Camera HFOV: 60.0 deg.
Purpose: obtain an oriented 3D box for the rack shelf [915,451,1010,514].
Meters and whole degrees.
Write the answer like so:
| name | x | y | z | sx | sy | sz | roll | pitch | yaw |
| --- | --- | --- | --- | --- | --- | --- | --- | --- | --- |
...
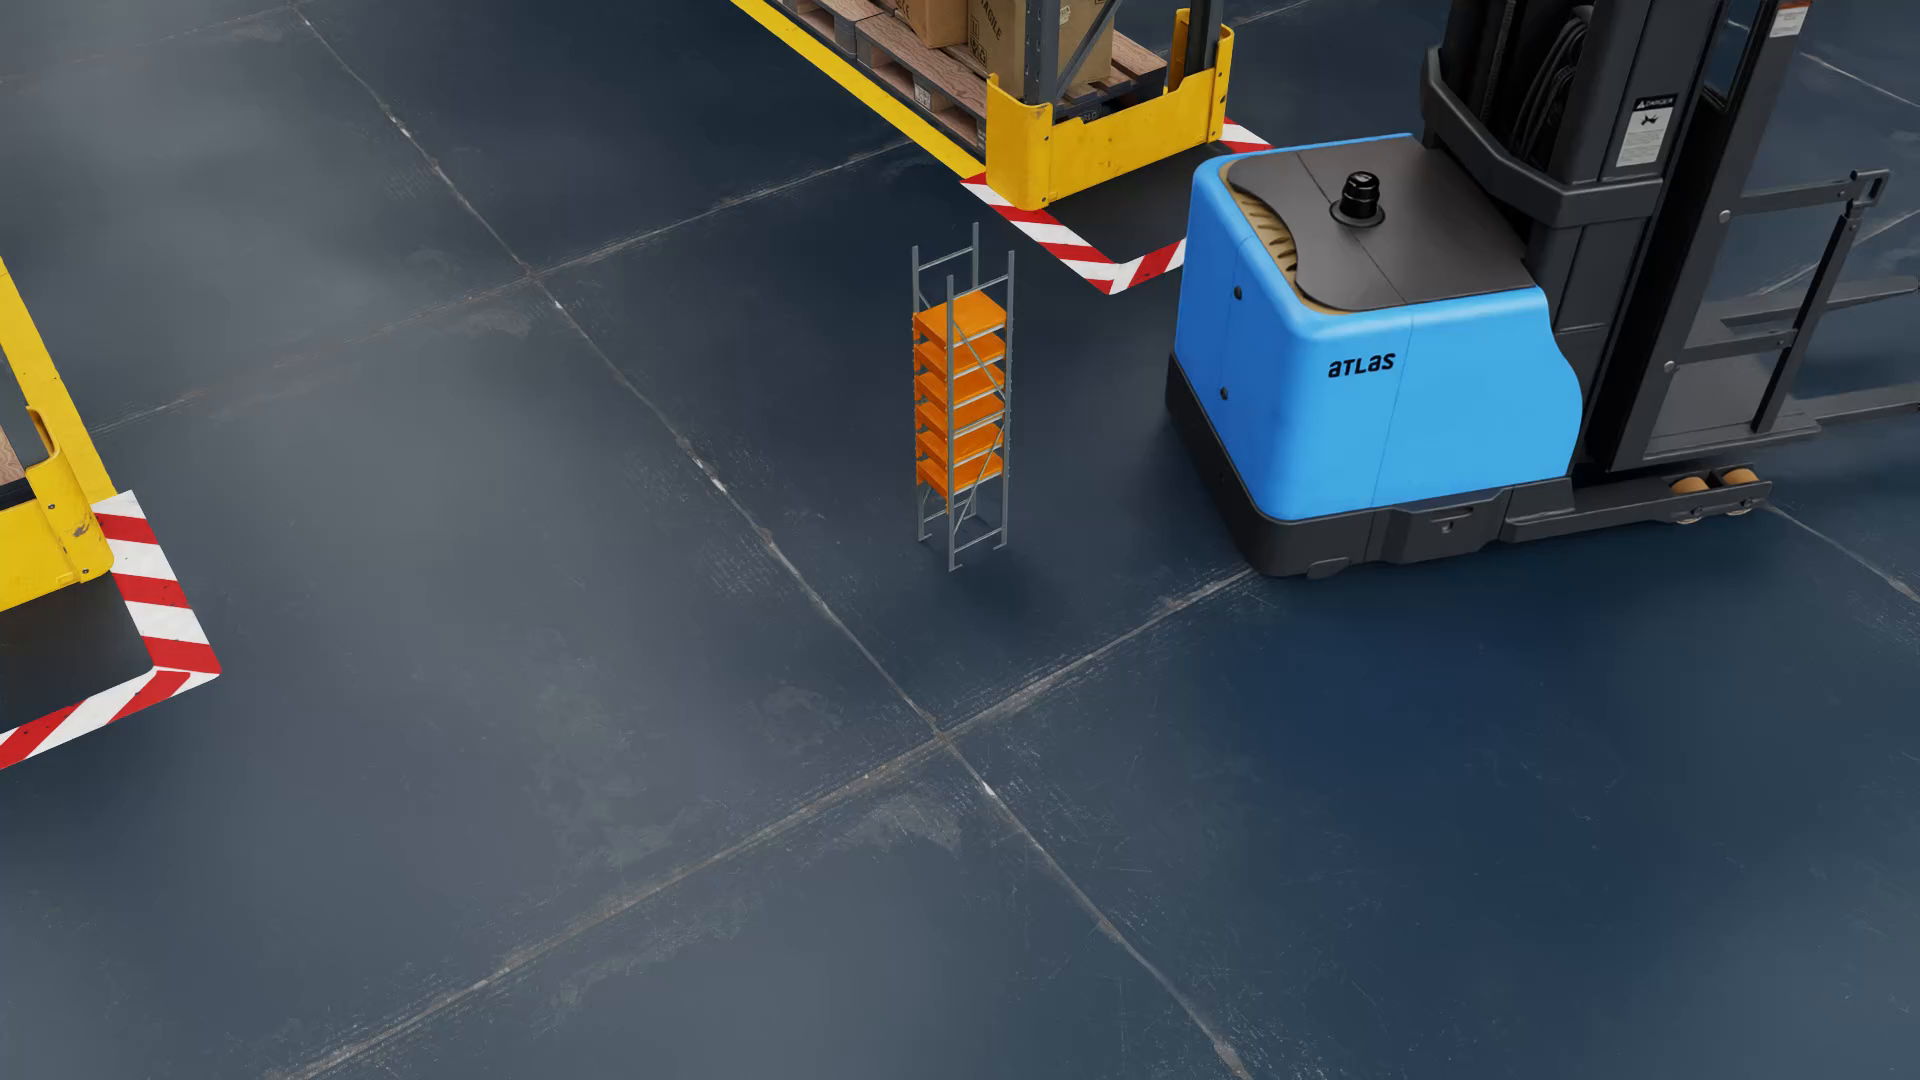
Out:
| name | x | y | z | sx | sy | sz | roll | pitch | yaw |
| --- | --- | --- | --- | --- | --- | --- | --- | --- | --- |
| rack shelf | 0.008 | -0.220 | 5.524 | 0.258 | 0.103 | 0.180 | -26 | 49 | -24 |

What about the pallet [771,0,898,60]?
| name | x | y | z | sx | sy | sz | roll | pitch | yaw |
| --- | --- | --- | --- | --- | --- | --- | --- | --- | --- |
| pallet | -0.464 | -2.986 | 8.725 | 1.003 | 0.211 | 1.213 | -26 | 49 | -24 |

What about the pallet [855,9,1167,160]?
| name | x | y | z | sx | sy | sz | roll | pitch | yaw |
| --- | --- | --- | --- | --- | --- | --- | --- | --- | --- |
| pallet | 0.230 | -2.296 | 8.002 | 1.003 | 0.211 | 1.213 | -26 | 49 | -24 |

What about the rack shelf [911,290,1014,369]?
| name | x | y | z | sx | sy | sz | roll | pitch | yaw |
| --- | --- | --- | --- | --- | --- | --- | --- | --- | --- |
| rack shelf | 0.008 | -0.654 | 5.109 | 0.258 | 0.103 | 0.180 | -26 | 49 | -24 |

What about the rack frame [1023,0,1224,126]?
| name | x | y | z | sx | sy | sz | roll | pitch | yaw |
| --- | --- | --- | --- | --- | --- | --- | --- | --- | --- |
| rack frame | 0.709 | -2.787 | 6.497 | 1.000 | 3.000 | 0.127 | -26 | 49 | -24 |

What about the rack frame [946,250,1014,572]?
| name | x | y | z | sx | sy | sz | roll | pitch | yaw |
| --- | --- | --- | --- | --- | --- | --- | --- | --- | --- |
| rack frame | 0.061 | -0.374 | 5.273 | 0.240 | 1.200 | 0.006 | -26 | 49 | -24 |

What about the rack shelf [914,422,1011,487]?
| name | x | y | z | sx | sy | sz | roll | pitch | yaw |
| --- | --- | --- | --- | --- | --- | --- | --- | --- | --- |
| rack shelf | 0.008 | -0.307 | 5.441 | 0.258 | 0.103 | 0.180 | -26 | 49 | -24 |

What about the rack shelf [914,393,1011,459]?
| name | x | y | z | sx | sy | sz | roll | pitch | yaw |
| --- | --- | --- | --- | --- | --- | --- | --- | --- | --- |
| rack shelf | 0.008 | -0.394 | 5.358 | 0.258 | 0.103 | 0.180 | -26 | 49 | -24 |

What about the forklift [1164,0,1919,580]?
| name | x | y | z | sx | sy | sz | roll | pitch | yaw |
| --- | --- | --- | --- | --- | --- | --- | --- | --- | --- |
| forklift | 2.334 | -1.463 | 5.160 | 3.031 | 2.935 | 1.130 | -9 | 44 | -10 |

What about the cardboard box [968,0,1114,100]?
| name | x | y | z | sx | sy | sz | roll | pitch | yaw |
| --- | --- | --- | --- | --- | --- | --- | --- | --- | --- |
| cardboard box | 0.366 | -2.395 | 7.593 | 0.500 | 0.500 | 0.500 | -17 | 46 | -17 |

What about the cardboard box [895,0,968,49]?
| name | x | y | z | sx | sy | sz | roll | pitch | yaw |
| --- | --- | --- | --- | --- | --- | --- | --- | --- | --- |
| cardboard box | -0.004 | -2.720 | 7.933 | 0.500 | 0.500 | 0.500 | -14 | 45 | -14 |

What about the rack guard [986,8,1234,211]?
| name | x | y | z | sx | sy | sz | roll | pitch | yaw |
| --- | --- | --- | --- | --- | --- | --- | --- | --- | --- |
| rack guard | 0.666 | -1.926 | 7.406 | 1.175 | 0.500 | 0.348 | -26 | 49 | -24 |

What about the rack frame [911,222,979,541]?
| name | x | y | z | sx | sy | sz | roll | pitch | yaw |
| --- | --- | --- | --- | --- | --- | --- | --- | --- | --- |
| rack frame | -0.044 | -0.478 | 5.381 | 0.240 | 1.200 | 0.006 | -26 | 49 | -24 |

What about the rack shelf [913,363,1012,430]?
| name | x | y | z | sx | sy | sz | roll | pitch | yaw |
| --- | --- | --- | --- | --- | --- | --- | --- | --- | --- |
| rack shelf | 0.008 | -0.480 | 5.275 | 0.258 | 0.103 | 0.180 | -26 | 49 | -24 |

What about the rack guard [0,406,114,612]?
| name | x | y | z | sx | sy | sz | roll | pitch | yaw |
| --- | --- | --- | --- | --- | --- | --- | --- | --- | --- |
| rack guard | -3.435 | 0.049 | 5.337 | 1.175 | 0.500 | 0.348 | -26 | 49 | -24 |

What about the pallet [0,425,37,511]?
| name | x | y | z | sx | sy | sz | roll | pitch | yaw |
| --- | --- | --- | --- | --- | --- | --- | --- | --- | --- |
| pallet | -3.896 | -0.309 | 5.920 | 1.003 | 0.211 | 1.213 | -26 | 49 | -24 |

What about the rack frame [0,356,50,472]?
| name | x | y | z | sx | sy | sz | roll | pitch | yaw |
| --- | --- | --- | --- | --- | --- | --- | --- | --- | --- |
| rack frame | -3.353 | -0.831 | 4.448 | 1.000 | 3.000 | 0.127 | -26 | 49 | -24 |

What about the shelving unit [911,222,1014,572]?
| name | x | y | z | sx | sy | sz | roll | pitch | yaw |
| --- | --- | --- | --- | --- | --- | --- | --- | --- | --- |
| shelving unit | 0.008 | -0.426 | 5.327 | 0.258 | 1.200 | 0.189 | -26 | 49 | -24 |

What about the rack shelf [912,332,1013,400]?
| name | x | y | z | sx | sy | sz | roll | pitch | yaw |
| --- | --- | --- | --- | --- | --- | --- | --- | --- | --- |
| rack shelf | 0.008 | -0.567 | 5.192 | 0.258 | 0.103 | 0.180 | -26 | 49 | -24 |
